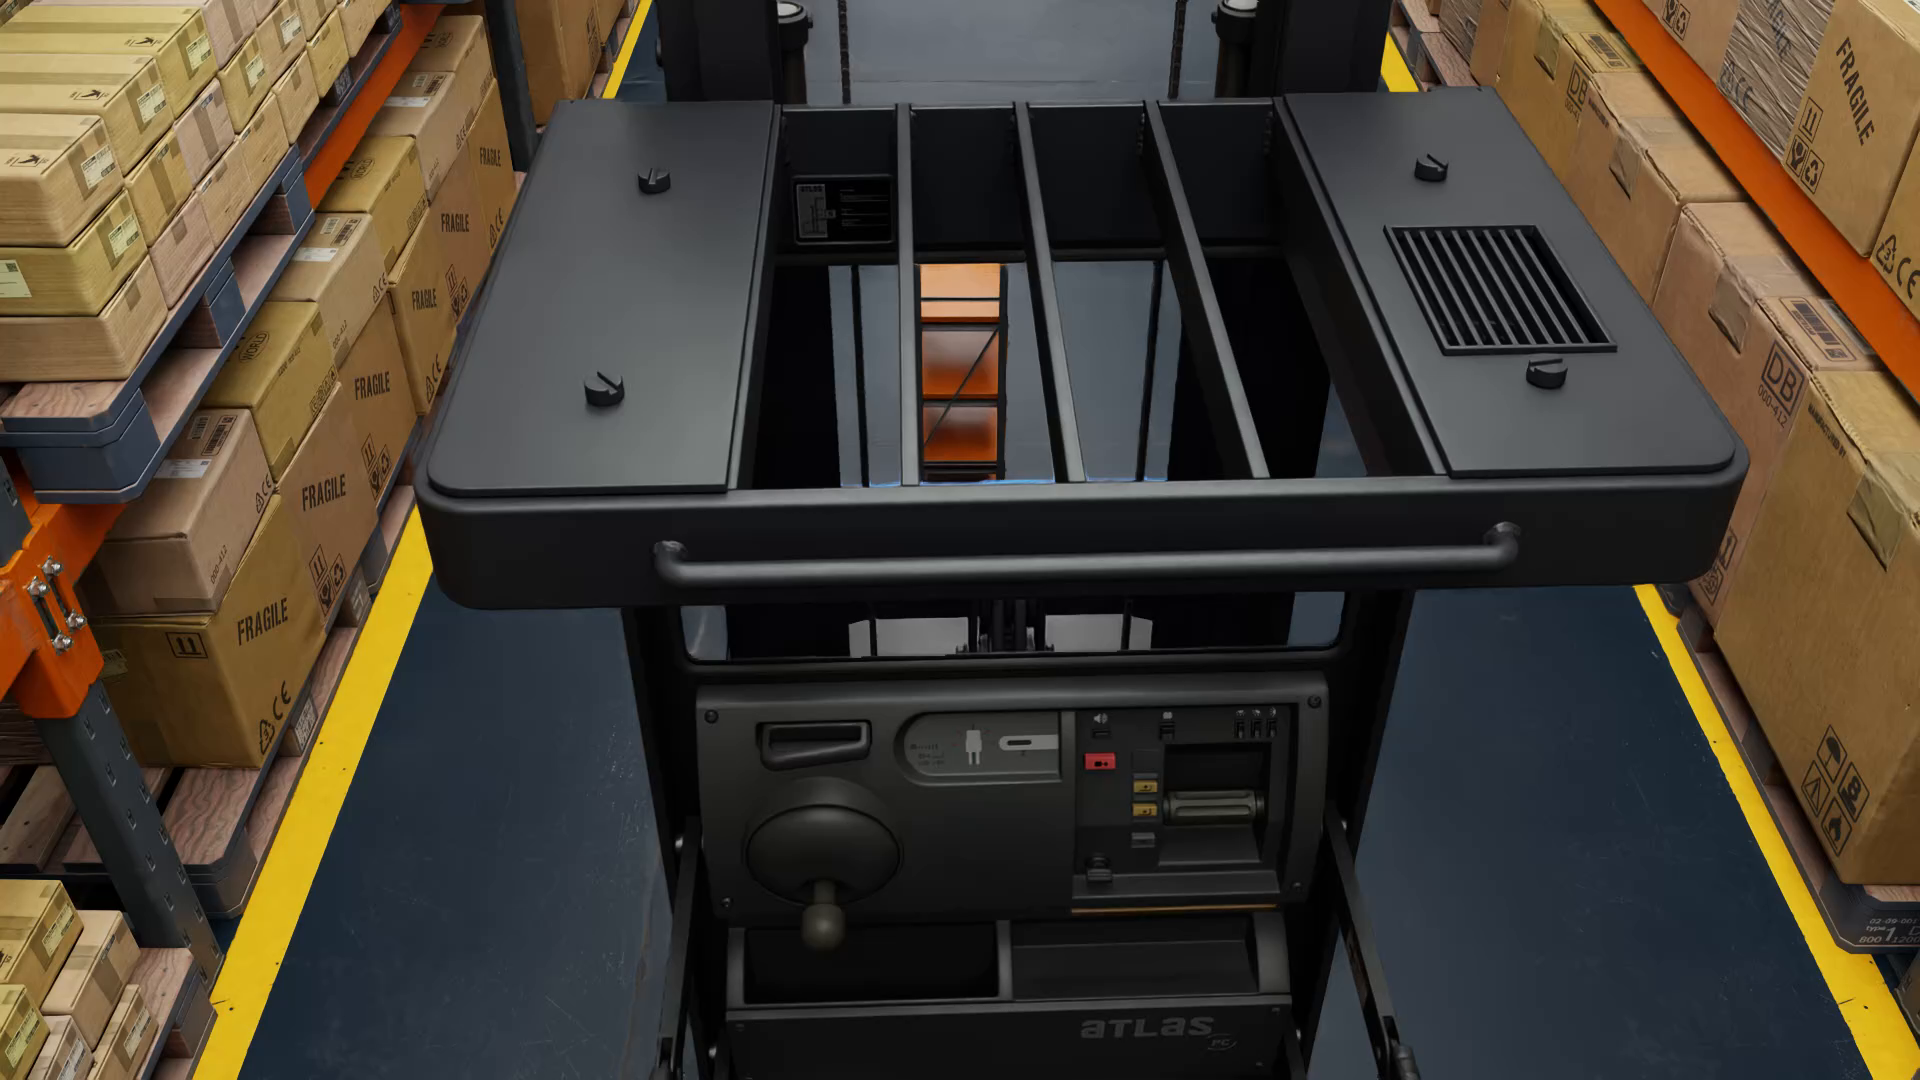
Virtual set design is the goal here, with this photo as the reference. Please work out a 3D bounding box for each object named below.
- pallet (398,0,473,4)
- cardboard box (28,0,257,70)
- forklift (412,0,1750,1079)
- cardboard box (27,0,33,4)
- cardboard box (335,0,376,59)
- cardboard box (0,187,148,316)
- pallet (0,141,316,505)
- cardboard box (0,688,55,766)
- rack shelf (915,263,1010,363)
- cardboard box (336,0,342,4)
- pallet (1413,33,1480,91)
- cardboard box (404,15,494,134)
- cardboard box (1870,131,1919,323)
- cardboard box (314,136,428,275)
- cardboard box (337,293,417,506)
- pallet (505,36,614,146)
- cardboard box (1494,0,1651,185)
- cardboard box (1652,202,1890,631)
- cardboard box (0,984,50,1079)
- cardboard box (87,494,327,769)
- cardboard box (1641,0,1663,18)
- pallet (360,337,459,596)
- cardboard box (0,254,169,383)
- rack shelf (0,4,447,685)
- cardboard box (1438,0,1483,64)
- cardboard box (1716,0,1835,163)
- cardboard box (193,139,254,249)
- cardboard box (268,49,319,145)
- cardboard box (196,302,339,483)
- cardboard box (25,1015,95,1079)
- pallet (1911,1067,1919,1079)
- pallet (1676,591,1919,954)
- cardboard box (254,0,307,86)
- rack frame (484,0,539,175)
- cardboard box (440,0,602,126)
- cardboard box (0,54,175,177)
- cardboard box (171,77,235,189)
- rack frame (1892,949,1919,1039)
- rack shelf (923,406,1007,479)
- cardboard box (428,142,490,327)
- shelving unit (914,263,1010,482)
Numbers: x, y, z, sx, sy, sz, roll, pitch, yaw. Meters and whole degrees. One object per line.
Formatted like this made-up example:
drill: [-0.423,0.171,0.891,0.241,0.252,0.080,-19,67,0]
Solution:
pallet: [-2.160,-2.106,5.632,1.213,0.211,1.003,0,39,0]
cardboard box: [-1.805,-1.160,3.688,0.380,0.149,0.250,-1,39,-1]
forklift: [0.089,0.477,2.311,1.130,2.935,3.031,-1,39,-2]
cardboard box: [-2.466,-1.380,4.200,0.380,0.149,0.250,0,39,0]
cardboard box: [-1.807,-1.411,4.478,0.380,0.149,0.250,-2,39,-2]
cardboard box: [-1.803,-0.553,3.169,0.380,0.149,0.250,1,39,1]
pallet: [-2.118,-0.528,3.663,1.003,0.211,1.213,0,39,0]
cardboard box: [-2.515,0.224,4.235,0.500,0.500,0.500,-1,39,-1]
rack shelf: [0.000,-0.671,4.500,0.258,0.148,0.480,0,39,0]
cardboard box: [-1.807,-1.531,4.389,0.380,0.149,0.250,-1,39,-1]
pallet: [2.693,-1.967,7.536,1.003,0.211,1.213,0,39,0]
cardboard box: [-2.004,-1.680,6.011,0.500,0.250,0.500,-1,39,-1]
cardboard box: [2.430,-0.706,3.652,0.500,0.500,0.500,1,39,1]
cardboard box: [-2.008,-1.046,5.220,0.500,0.250,0.500,1,39,1]
cardboard box: [-2.015,-0.434,5.056,0.500,0.500,0.500,1,39,1]
pallet: [-2.193,-2.031,7.616,1.003,0.211,1.213,0,39,0]
cardboard box: [2.673,-1.470,6.048,1.225,0.875,0.875,-2,39,-2]
cardboard box: [2.675,-0.359,4.662,1.225,0.875,0.875,-1,39,-2]
cardboard box: [-1.962,0.974,3.104,0.380,0.149,0.250,0,39,1]
cardboard box: [-1.998,0.225,4.234,0.500,0.500,0.500,1,39,2]
cardboard box: [2.424,-1.979,5.241,0.500,0.500,0.500,-1,39,-1]
pallet: [-2.269,-0.288,5.441,1.003,0.211,1.213,0,39,0]
cardboard box: [-1.803,-0.437,3.262,0.380,0.149,0.250,-2,39,-2]
rack shelf: [-2.265,-1.095,4.793,1.077,0.370,4.000,0,39,0]
cardboard box: [2.659,-2.529,7.654,0.700,0.500,0.500,-3,39,-4]
cardboard box: [2.427,-1.346,4.451,0.500,0.500,0.500,0,39,0]
cardboard box: [-1.806,-0.767,3.673,0.380,0.149,0.250,0,39,0]
cardboard box: [-1.806,-1.083,4.068,0.380,0.149,0.250,-2,39,-2]
cardboard box: [-2.002,-0.401,4.415,0.500,0.250,0.500,1,39,1]
cardboard box: [-1.932,1.074,3.217,0.380,0.149,0.250,-2,39,-2]
pallet: [2.620,1.499,3.211,1.003,0.211,1.213,0,39,0]
pallet: [2.621,0.541,4.407,1.003,0.211,1.213,0,39,0]
cardboard box: [-1.810,-1.208,3.986,0.380,0.149,0.250,1,39,2]
rack frame: [-2.267,-2.626,6.128,1.000,3.000,0.127,0,39,0]
cardboard box: [-2.178,-2.293,7.176,1.050,0.750,0.750,-1,39,-1]
cardboard box: [-1.810,-0.844,3.294,0.380,0.149,0.250,1,39,1]
cardboard box: [-1.806,-0.877,3.573,0.380,0.149,0.250,1,39,1]
rack frame: [2.697,-0.065,2.933,1.000,3.000,0.127,0,39,0]
rack shelf: [0.000,-0.312,4.788,0.258,0.148,0.480,0,39,0]
cardboard box: [-2.008,-1.079,5.860,0.500,0.500,0.500,1,39,2]
shelving unit: [0.000,-0.365,4.746,0.258,1.200,0.503,0,39,0]
